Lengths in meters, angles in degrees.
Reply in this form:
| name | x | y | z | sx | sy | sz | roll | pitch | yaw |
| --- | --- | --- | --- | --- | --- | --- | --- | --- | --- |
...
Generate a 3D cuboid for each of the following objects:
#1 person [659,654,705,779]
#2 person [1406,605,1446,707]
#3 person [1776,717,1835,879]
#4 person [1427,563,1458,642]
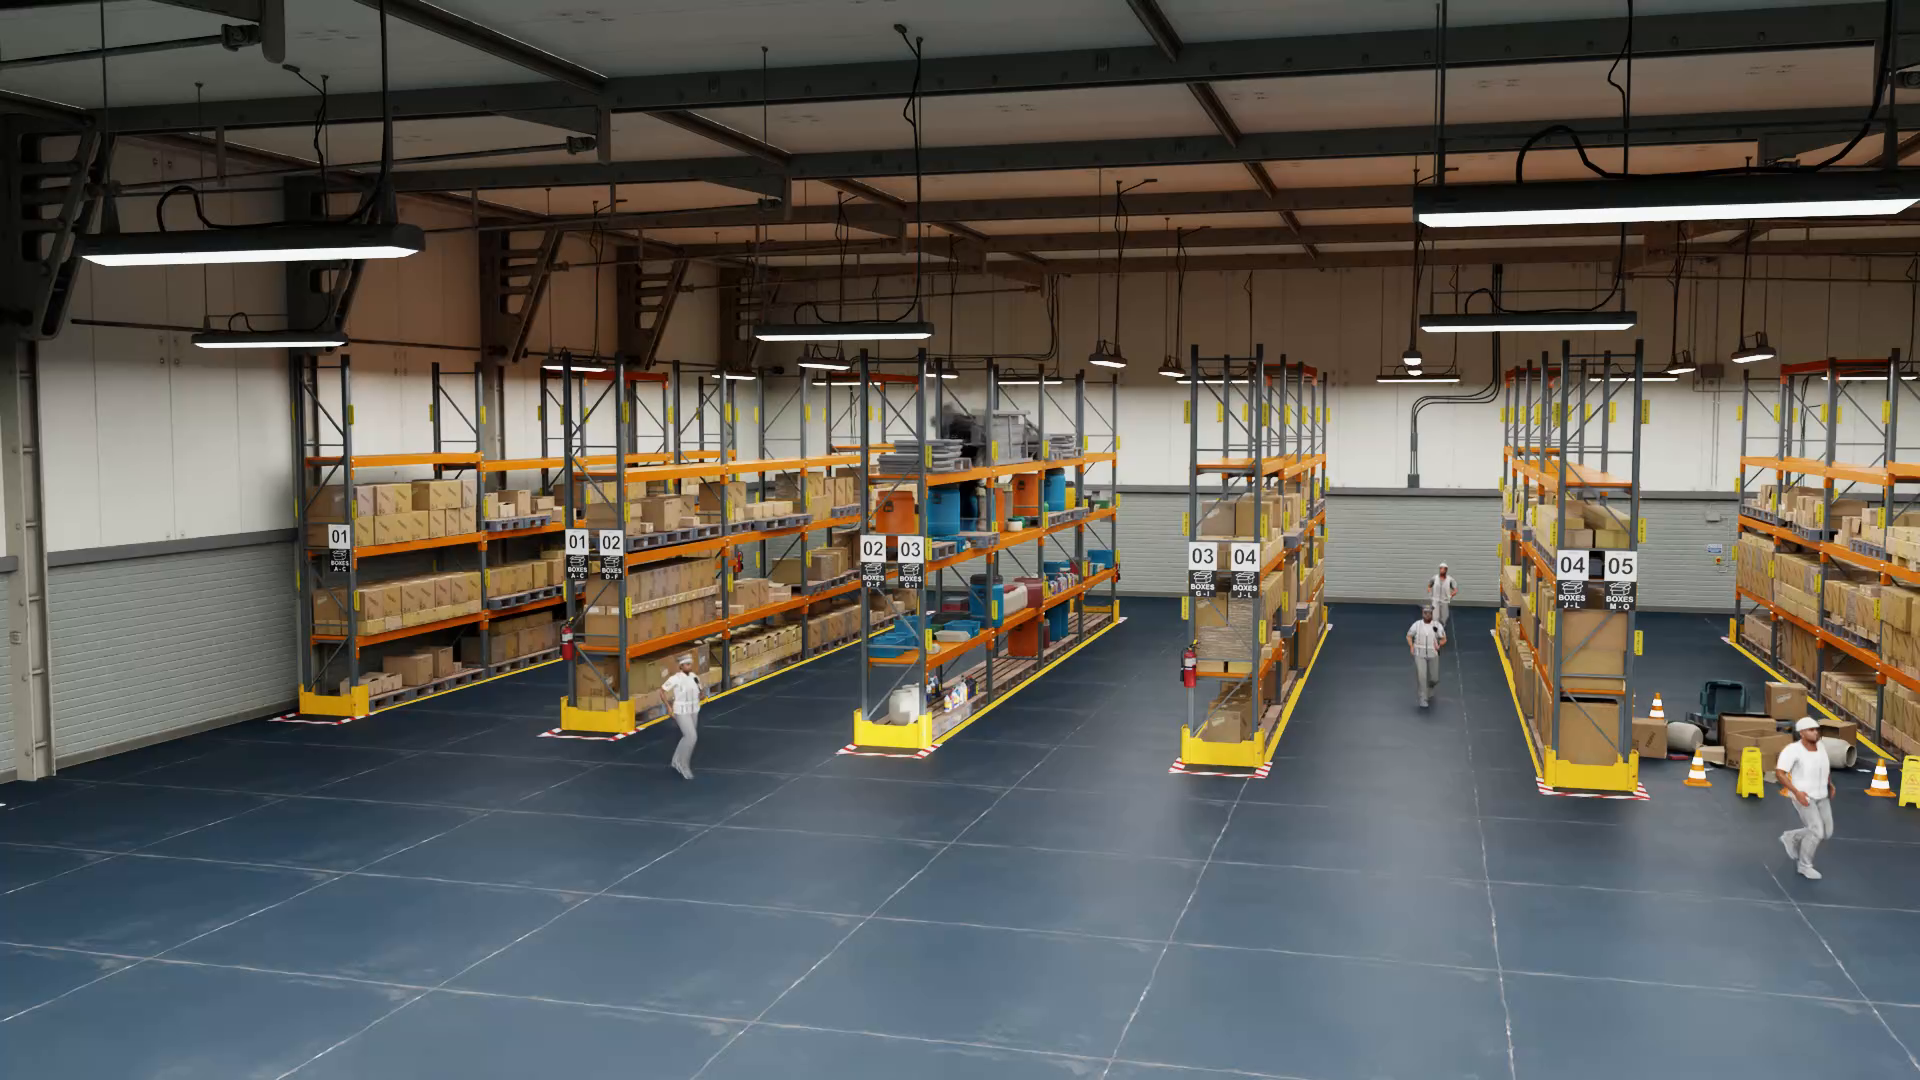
| name | x | y | z | sx | sy | sz | roll | pitch | yaw |
| --- | --- | --- | --- | --- | --- | --- | --- | --- | --- |
| person | -3.791 | 2.438 | 23.037 | 0.726 | 1.742 | 0.544 | 3 | 5 | 36 |
| person | 8.051 | 1.979 | 28.721 | 0.672 | 1.736 | 0.734 | 1 | 4 | 13 |
| person | 9.213 | 2.786 | 18.152 | 0.693 | 1.732 | 0.561 | -2 | 5 | -22 |
| person | 10.690 | 1.388 | 36.886 | 0.675 | 1.752 | 0.684 | 2 | 5 | 20 |
